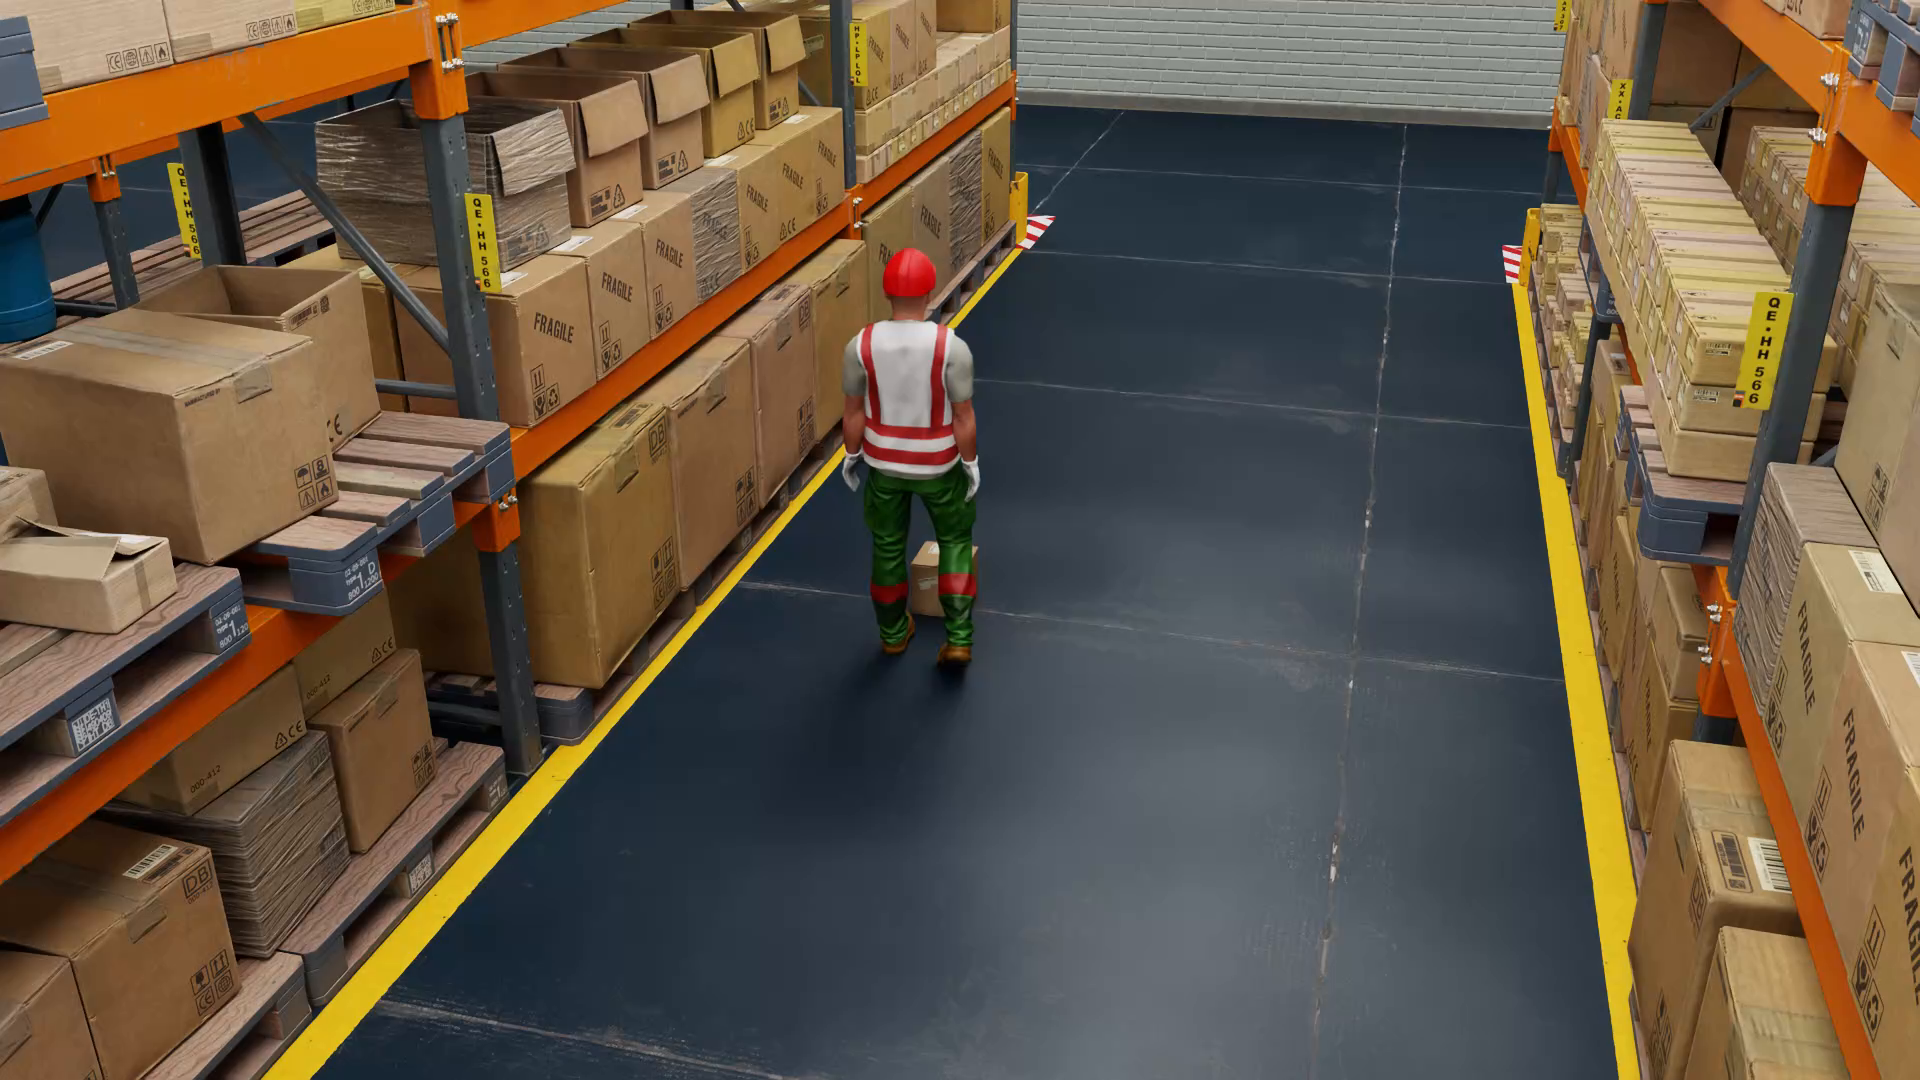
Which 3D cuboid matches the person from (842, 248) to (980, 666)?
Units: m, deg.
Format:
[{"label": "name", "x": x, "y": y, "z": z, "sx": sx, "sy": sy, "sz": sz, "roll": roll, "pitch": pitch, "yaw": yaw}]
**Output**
[{"label": "person", "x": -0.196, "y": -0.327, "z": 6.765, "sx": 0.575, "sy": 1.790, "sz": 0.527, "roll": 4, "pitch": 25, "yaw": 8}]
